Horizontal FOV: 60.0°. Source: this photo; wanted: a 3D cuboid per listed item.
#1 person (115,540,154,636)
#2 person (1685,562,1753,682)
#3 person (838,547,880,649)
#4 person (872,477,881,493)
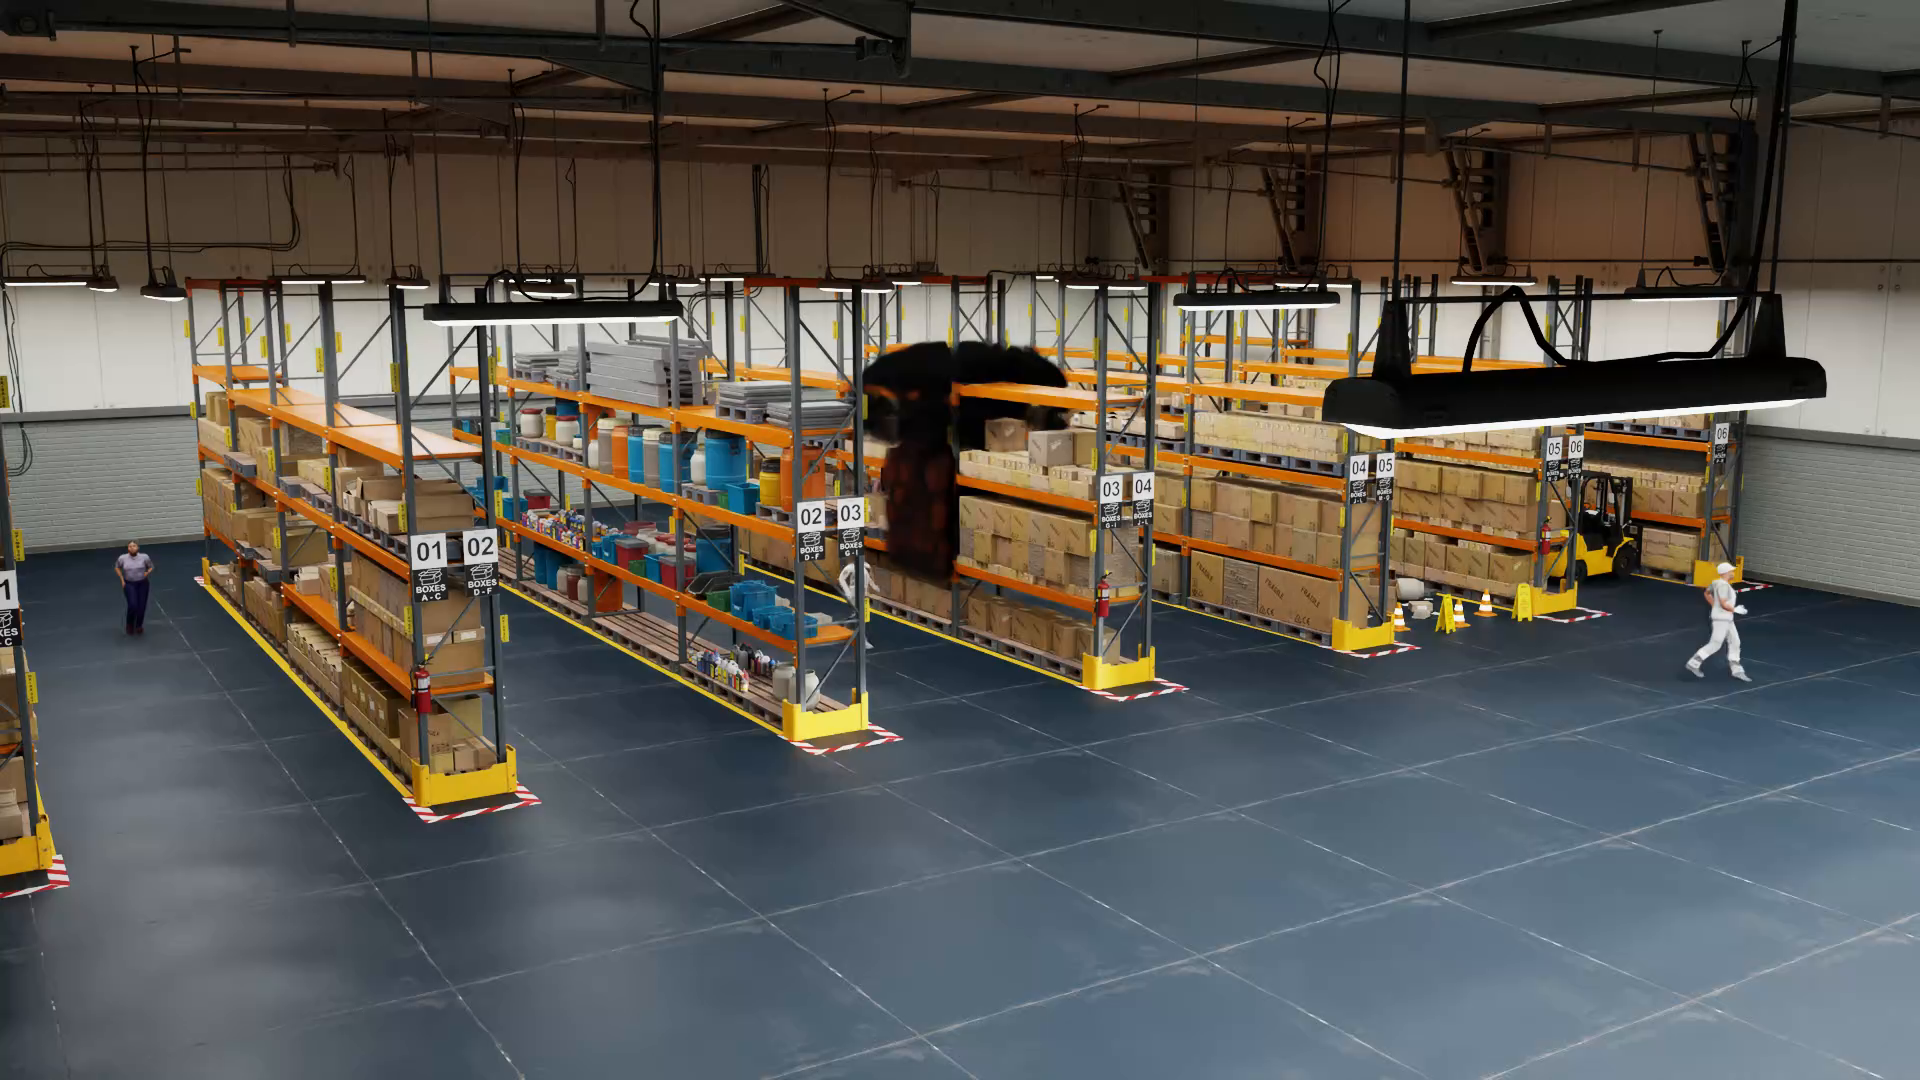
[{"bbox_3d":[-14.014,0.815,28.315,0.581,1.637,0.638,-6,11,-33],"label":"person"},{"bbox_3d":[11.582,1.234,25.249,0.945,1.800,0.698,4,10,23],"label":"person"},{"bbox_3d":[-1.729,0.921,27.583,0.600,1.678,0.812,-8,13,-41],"label":"person"},{"bbox_3d":[-1.967,-1.538,42.376,0.548,1.604,0.580,-9,13,-43],"label":"person"}]
